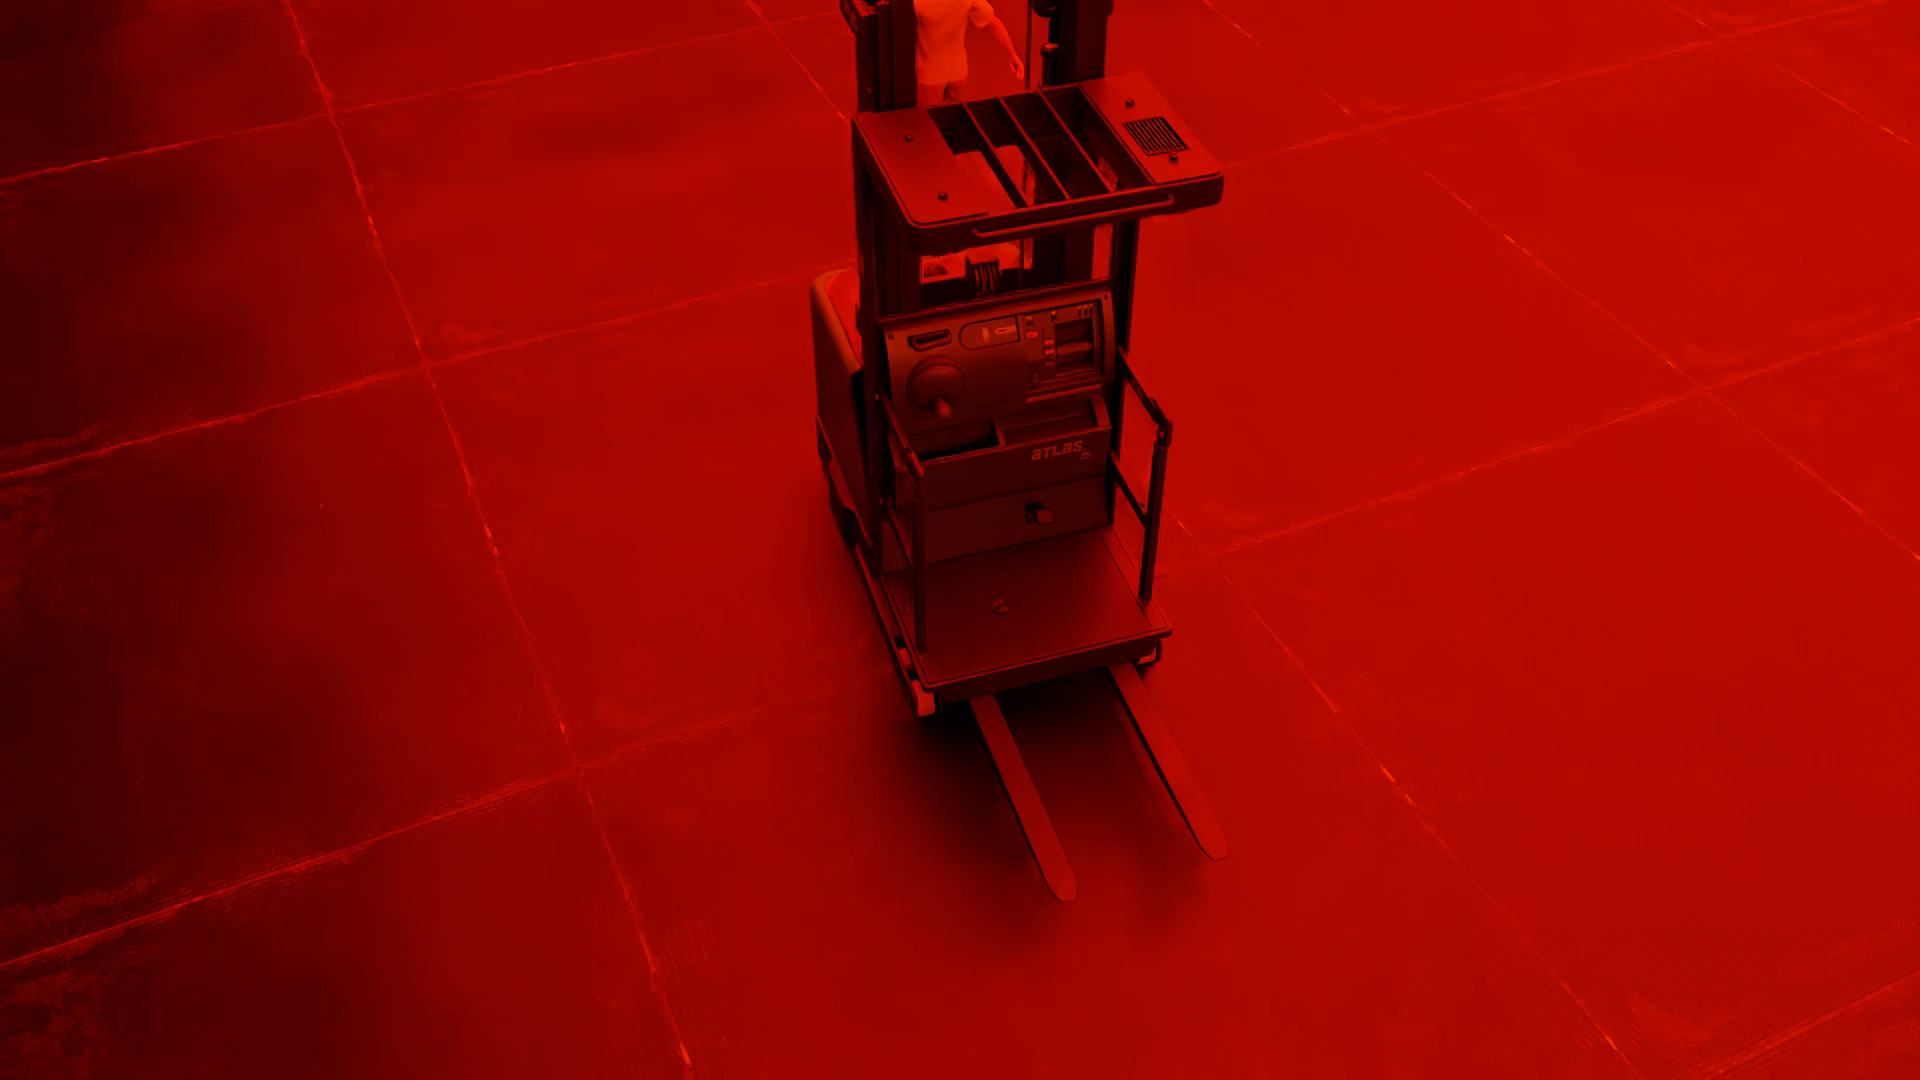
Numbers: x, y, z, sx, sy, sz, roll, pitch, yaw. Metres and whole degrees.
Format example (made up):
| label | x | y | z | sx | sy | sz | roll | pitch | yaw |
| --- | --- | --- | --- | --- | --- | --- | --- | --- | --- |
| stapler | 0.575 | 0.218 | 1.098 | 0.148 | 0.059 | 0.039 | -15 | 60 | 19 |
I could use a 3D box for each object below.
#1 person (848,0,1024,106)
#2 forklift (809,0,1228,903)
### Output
| label | x | y | z | sx | sy | sz | roll | pitch | yaw |
| --- | --- | --- | --- | --- | --- | --- | --- | --- | --- |
| person | -0.123 | -2.681 | 9.510 | 0.884 | 1.663 | 0.714 | -19 | 46 | -20 |
| forklift | 0.229 | -0.637 | 6.362 | 1.130 | 2.935 | 3.031 | -12 | 44 | -13 |
